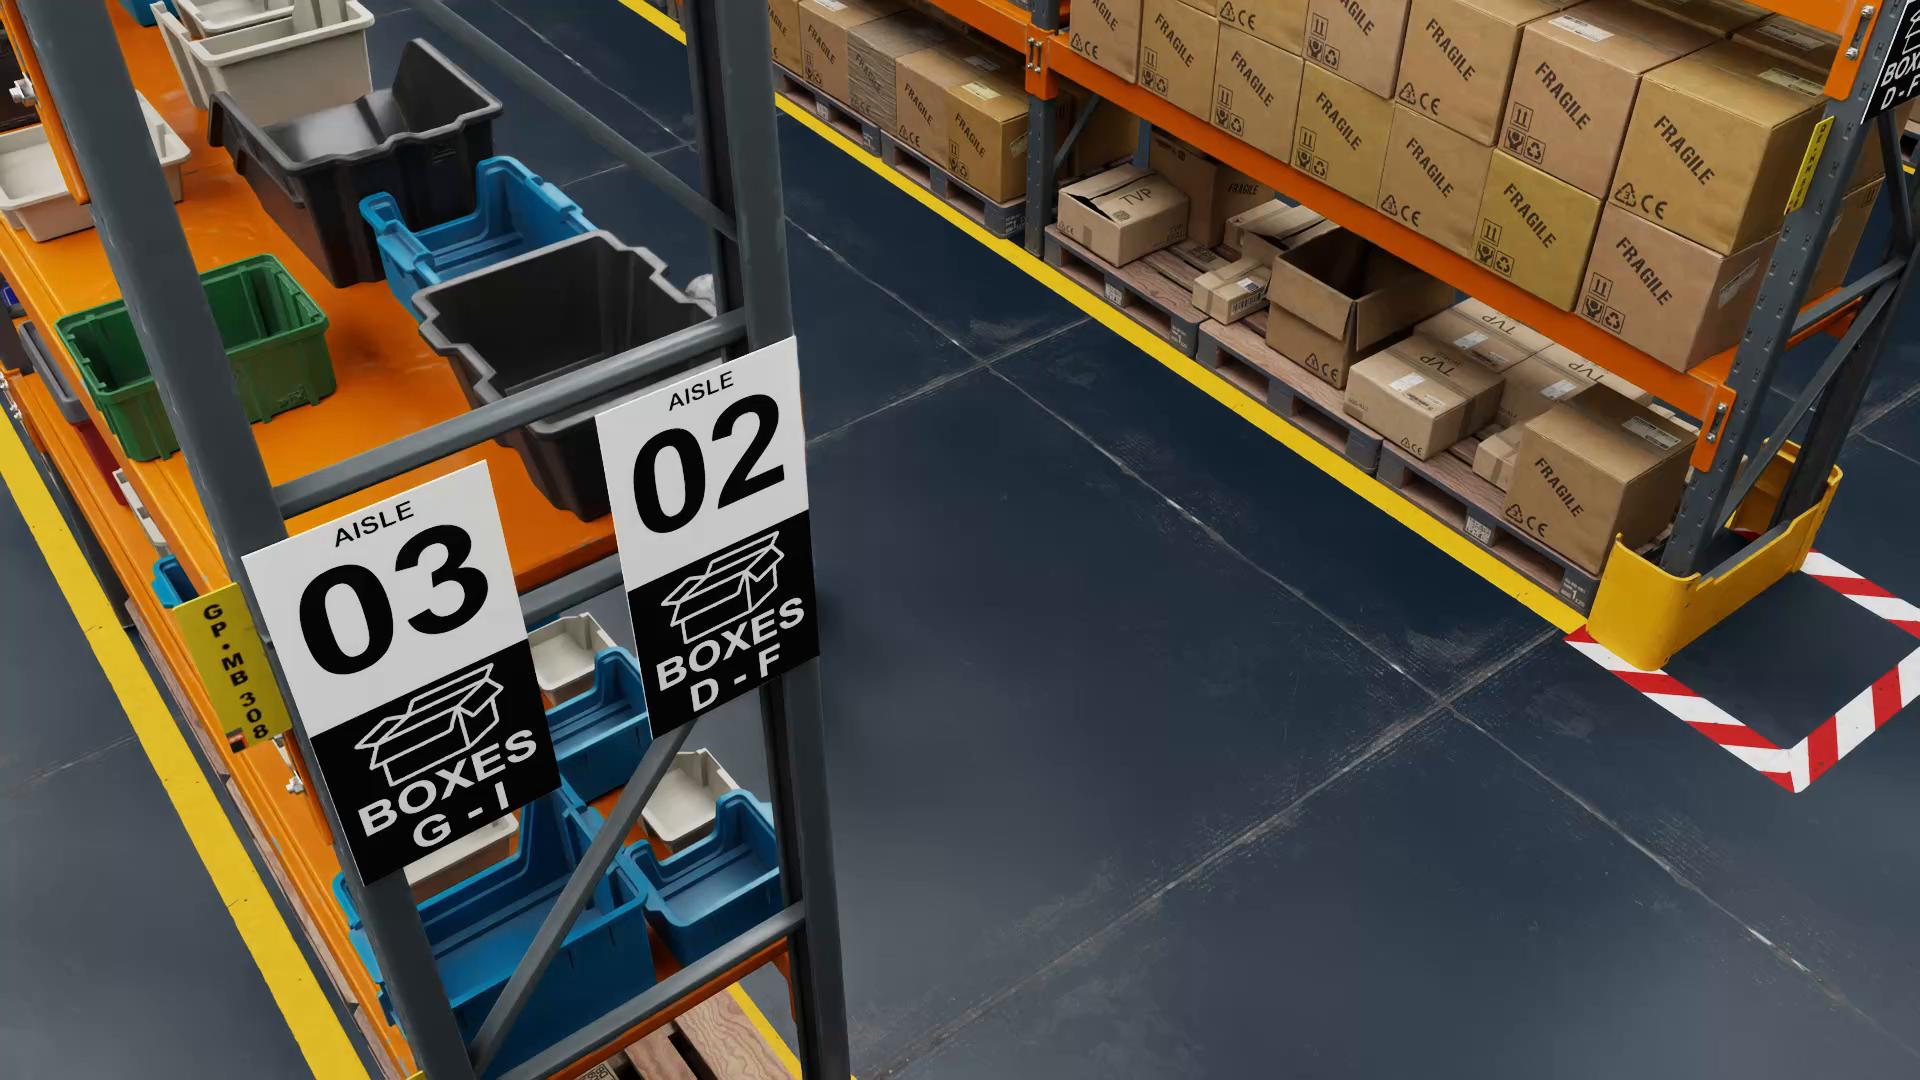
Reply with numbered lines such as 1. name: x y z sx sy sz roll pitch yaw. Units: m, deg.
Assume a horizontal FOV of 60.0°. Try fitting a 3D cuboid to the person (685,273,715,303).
1. person: -0.856 -0.300 6.527 0.423 1.714 0.529 22 45 23
